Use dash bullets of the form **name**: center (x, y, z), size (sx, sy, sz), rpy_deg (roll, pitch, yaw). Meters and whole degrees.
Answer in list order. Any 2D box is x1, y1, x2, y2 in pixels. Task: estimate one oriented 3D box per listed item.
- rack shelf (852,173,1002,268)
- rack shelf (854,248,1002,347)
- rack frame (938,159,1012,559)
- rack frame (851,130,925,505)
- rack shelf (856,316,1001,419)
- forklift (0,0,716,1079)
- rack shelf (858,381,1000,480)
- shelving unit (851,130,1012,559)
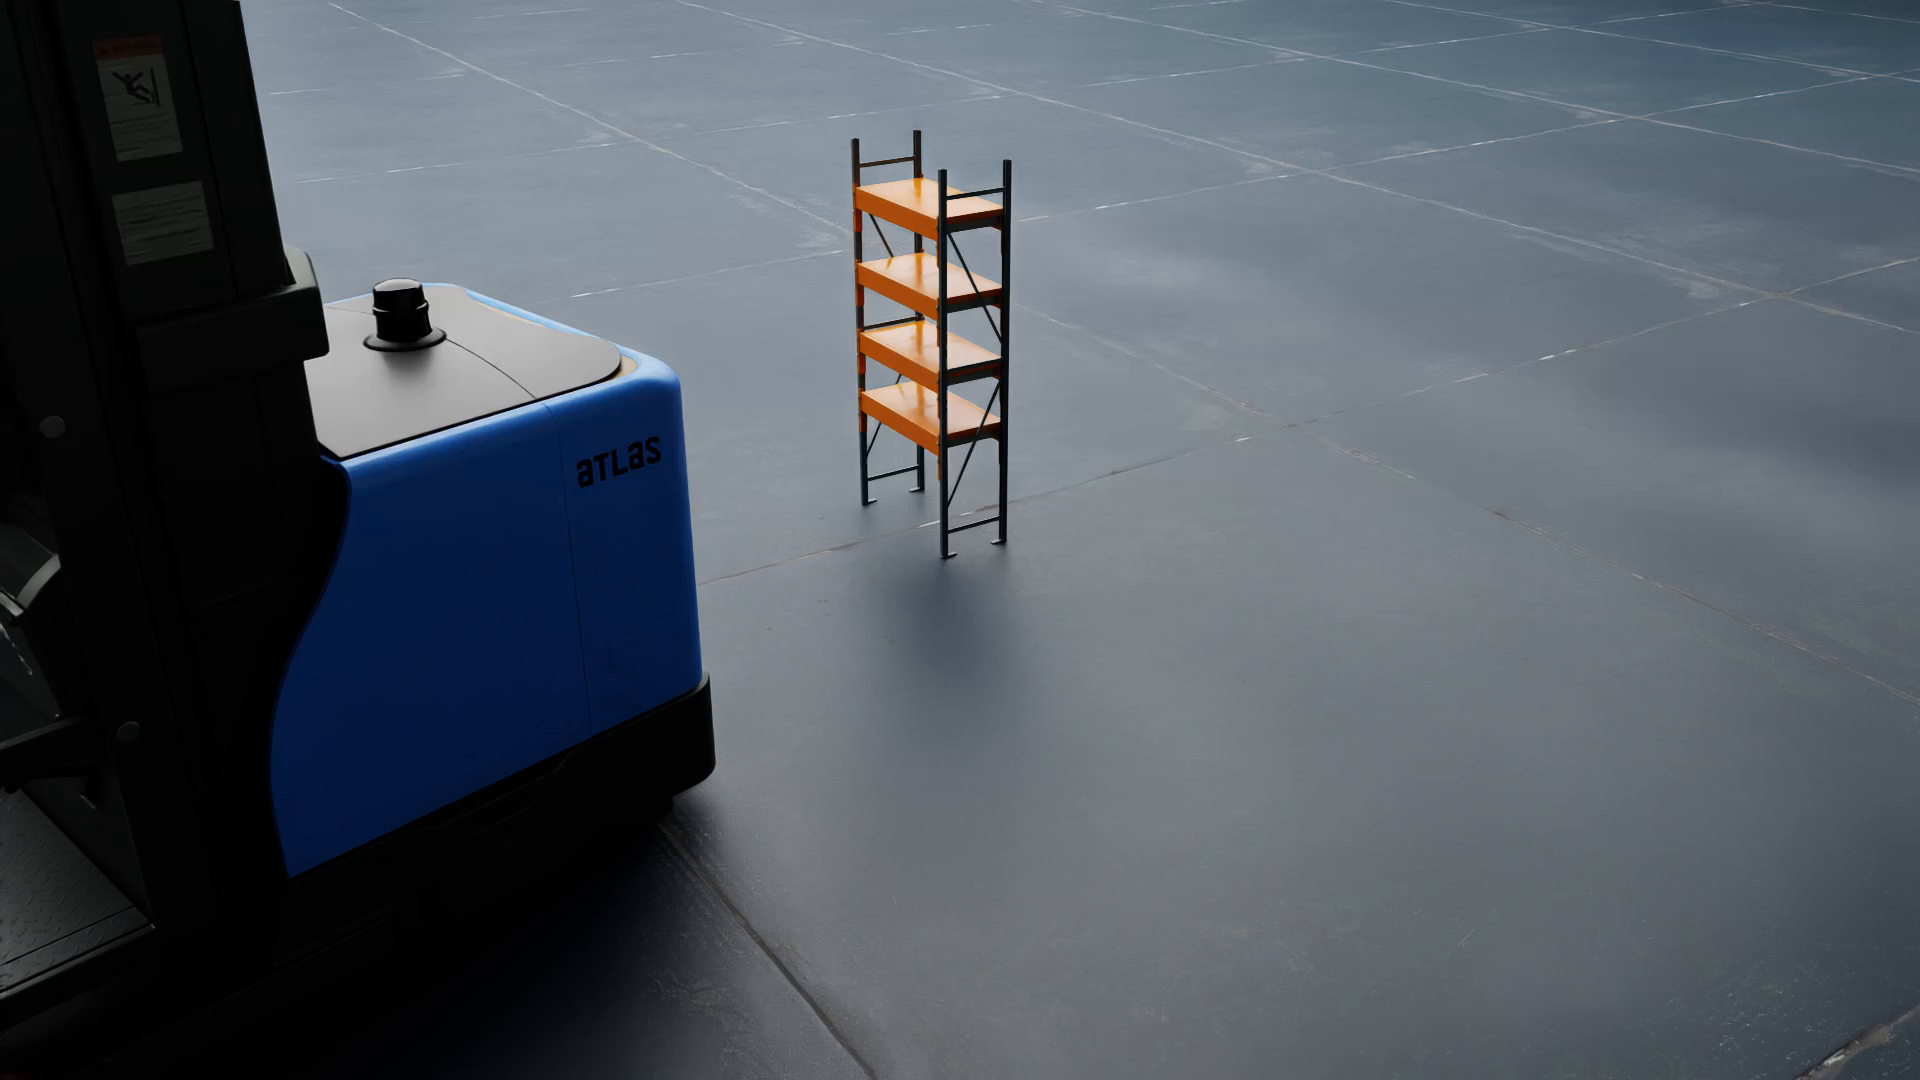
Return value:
- **rack shelf**: center (-0.090, -0.957, 4.952), size (0.258, 0.148, 0.480), rpy_deg (-16, 29, -30)
- **rack shelf**: center (-0.090, -0.743, 5.053), size (0.258, 0.148, 0.480), rpy_deg (-16, 29, -30)
- **rack frame**: center (0.043, -0.515, 4.934), size (0.240, 1.200, 0.015), rpy_deg (-16, 29, -30)
- **rack frame**: center (-0.224, -0.689, 5.304), size (0.240, 1.200, 0.015), rpy_deg (-16, 29, -30)
- **rack shelf**: center (-0.090, -0.541, 5.148), size (0.258, 0.148, 0.480), rpy_deg (-16, 29, -30)
- **forklift**: center (-1.957, -0.408, 2.682), size (1.130, 2.935, 3.031), rpy_deg (22, 33, 38)
- **rack shelf**: center (-0.090, -0.361, 5.233), size (0.258, 0.148, 0.480), rpy_deg (-16, 29, -30)
- **shelving unit**: center (-0.090, -0.602, 5.119), size (0.258, 1.200, 0.503), rpy_deg (-16, 29, -30)
